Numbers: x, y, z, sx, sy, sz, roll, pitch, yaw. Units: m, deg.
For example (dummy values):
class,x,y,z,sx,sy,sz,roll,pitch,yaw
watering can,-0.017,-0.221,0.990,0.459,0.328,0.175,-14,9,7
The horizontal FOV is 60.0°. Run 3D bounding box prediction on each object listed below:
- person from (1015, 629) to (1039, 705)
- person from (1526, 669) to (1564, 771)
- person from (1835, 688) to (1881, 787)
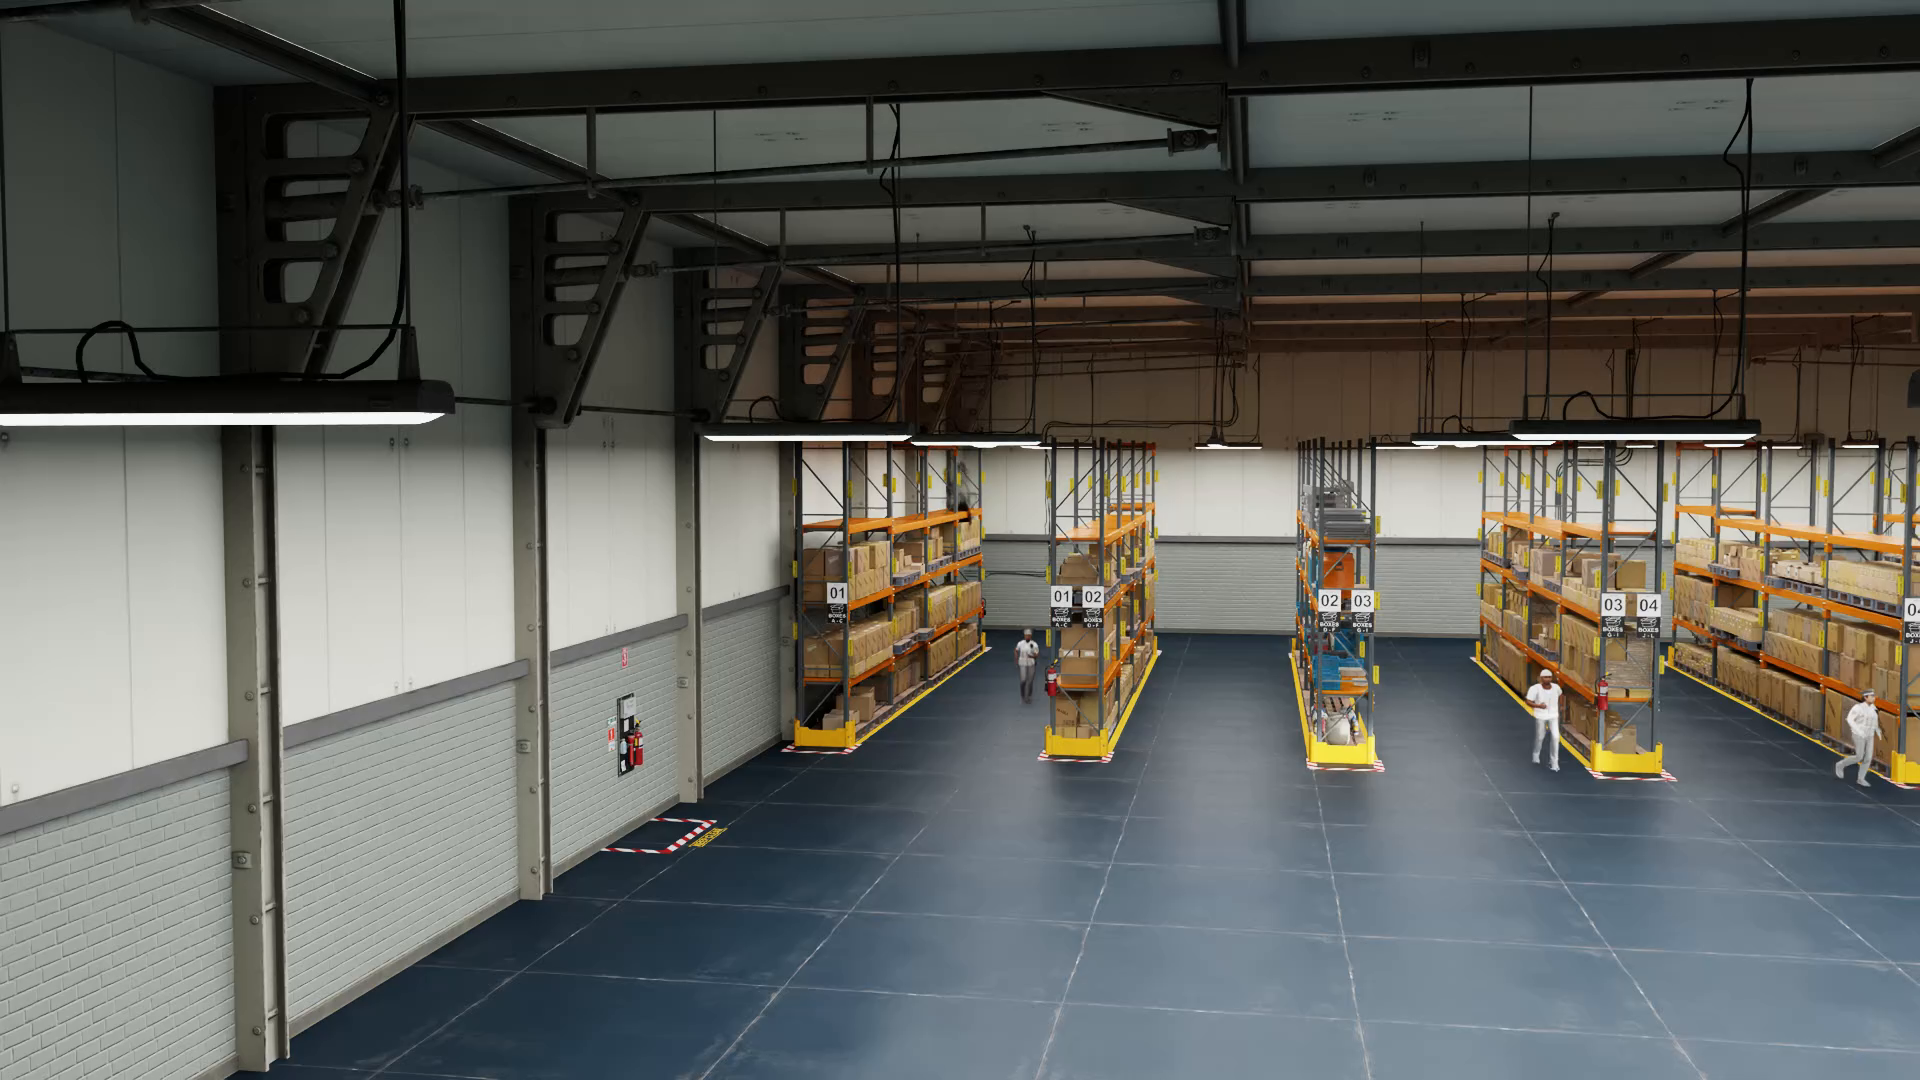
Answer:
class,x,y,z,sx,sy,sz,roll,pitch,yaw
person,1.520,2.883,37.787,0.542,1.733,0.716,0,3,0
person,10.619,3.249,30.165,0.730,1.839,0.741,0,3,3
person,15.616,3.377,28.748,0.660,1.656,0.666,-1,3,-17
